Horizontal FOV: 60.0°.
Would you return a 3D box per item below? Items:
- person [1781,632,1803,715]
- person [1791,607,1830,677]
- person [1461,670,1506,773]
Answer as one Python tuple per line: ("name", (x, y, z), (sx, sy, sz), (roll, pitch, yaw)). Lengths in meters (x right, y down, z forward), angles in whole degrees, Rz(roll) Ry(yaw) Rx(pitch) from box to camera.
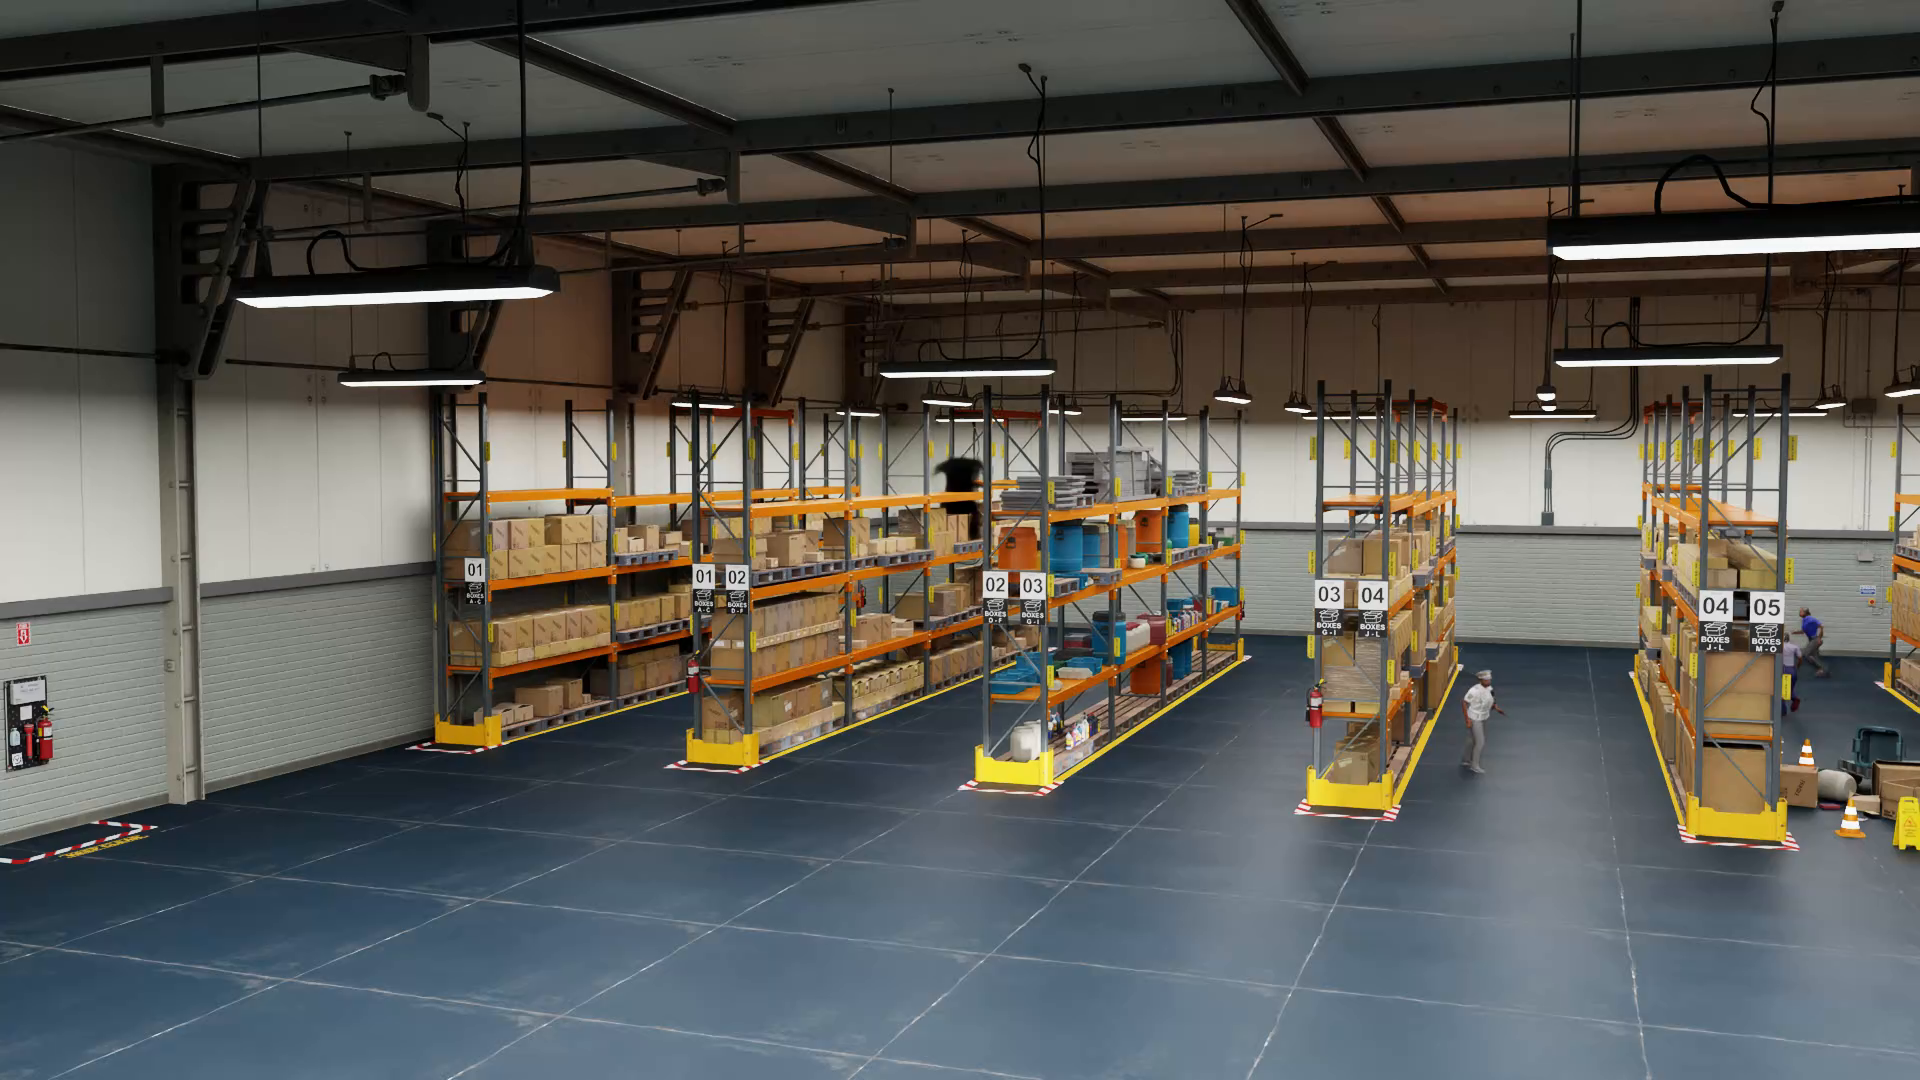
("person", (15.618, 2.541, 31.421), (0.593, 1.591, 0.579), (0, 3, 9))
("person", (18.895, 2.263, 36.921), (0.828, 1.547, 0.577), (1, 3, 11))
("person", (8.177, 2.818, 26.088), (0.654, 1.617, 0.794), (-3, 4, -42))
